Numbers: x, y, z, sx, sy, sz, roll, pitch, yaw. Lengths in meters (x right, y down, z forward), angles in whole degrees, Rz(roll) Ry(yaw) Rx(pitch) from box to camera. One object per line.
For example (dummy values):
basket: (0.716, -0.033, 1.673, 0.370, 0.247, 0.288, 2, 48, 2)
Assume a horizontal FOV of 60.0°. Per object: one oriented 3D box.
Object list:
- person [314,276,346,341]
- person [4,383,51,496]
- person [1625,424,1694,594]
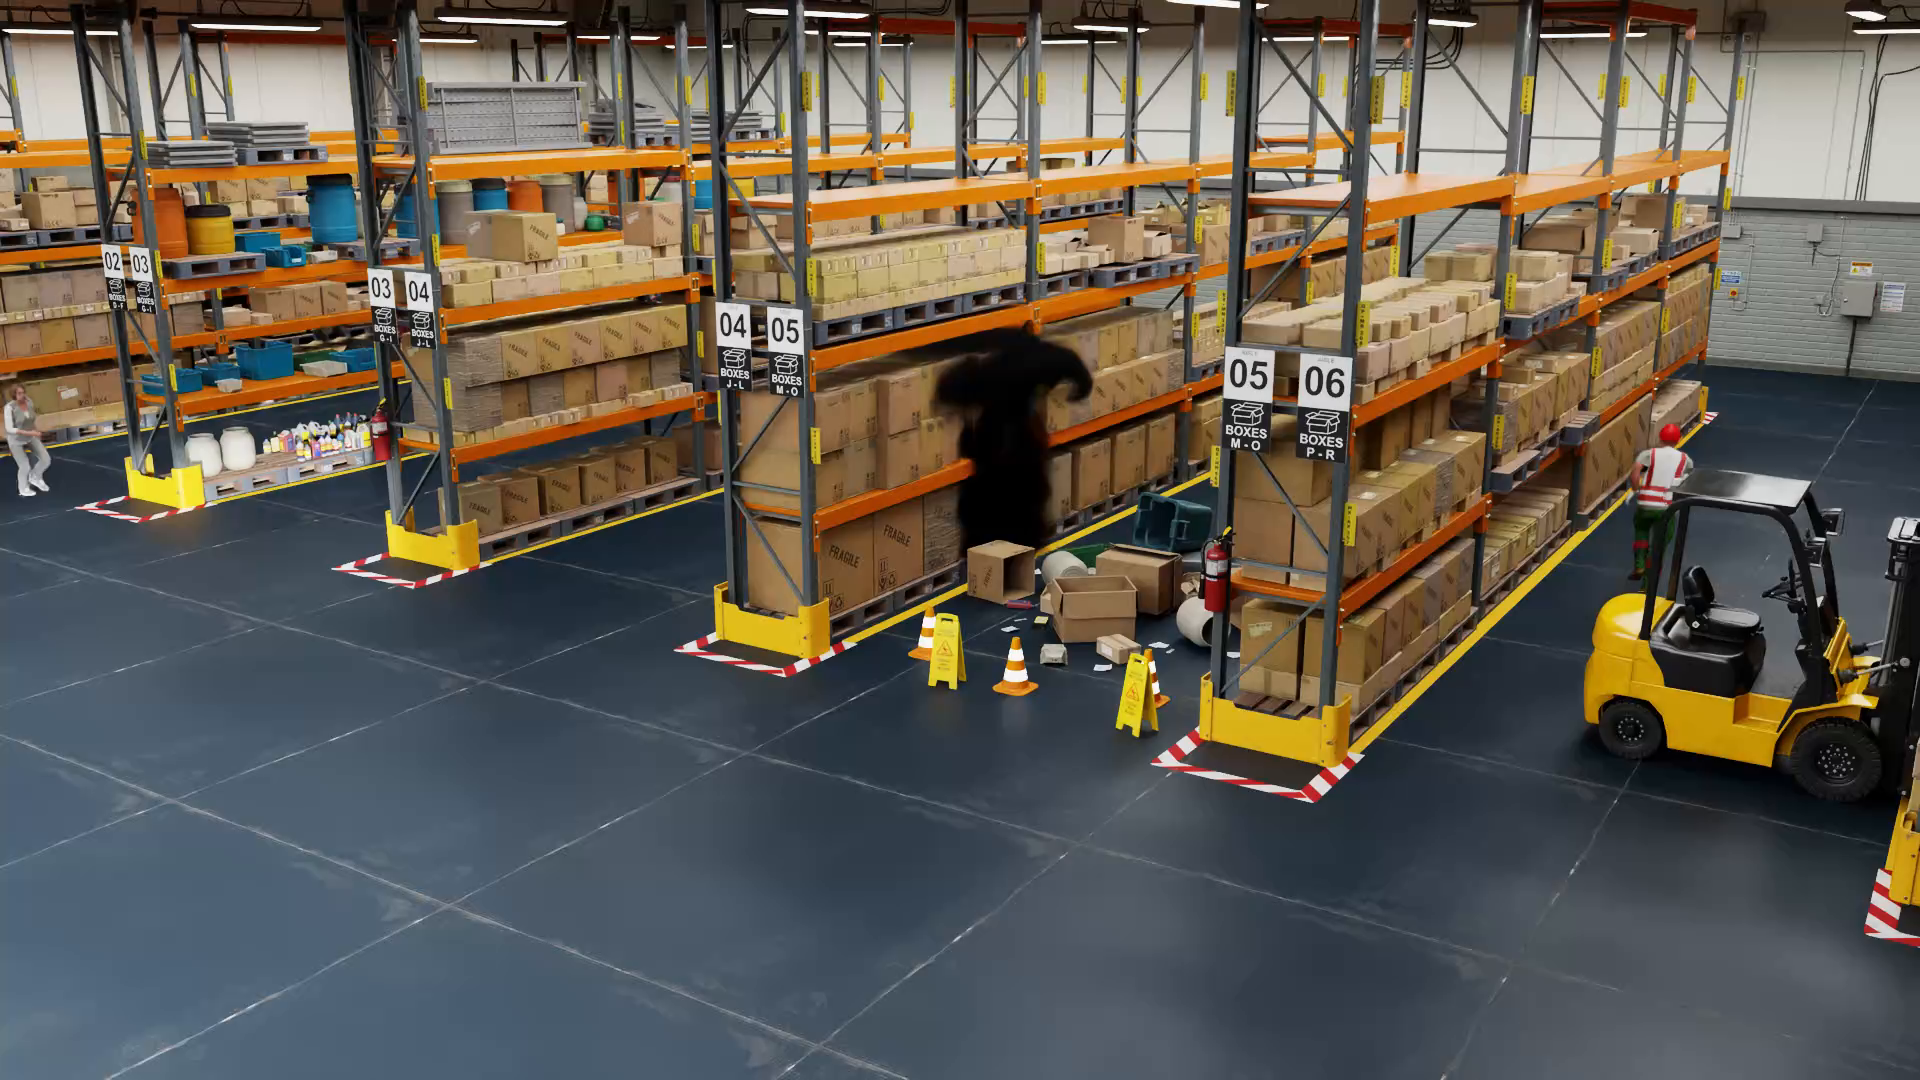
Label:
person: (-12.006, -4.283, 31.559, 0.558, 1.701, 0.830, 6, 17, 20)
person: (-11.734, -1.250, 20.882, 0.749, 1.494, 0.508, 9, 18, 30)
person: (7.222, -0.345, 17.220, 0.612, 1.695, 0.920, 8, 17, 27)
